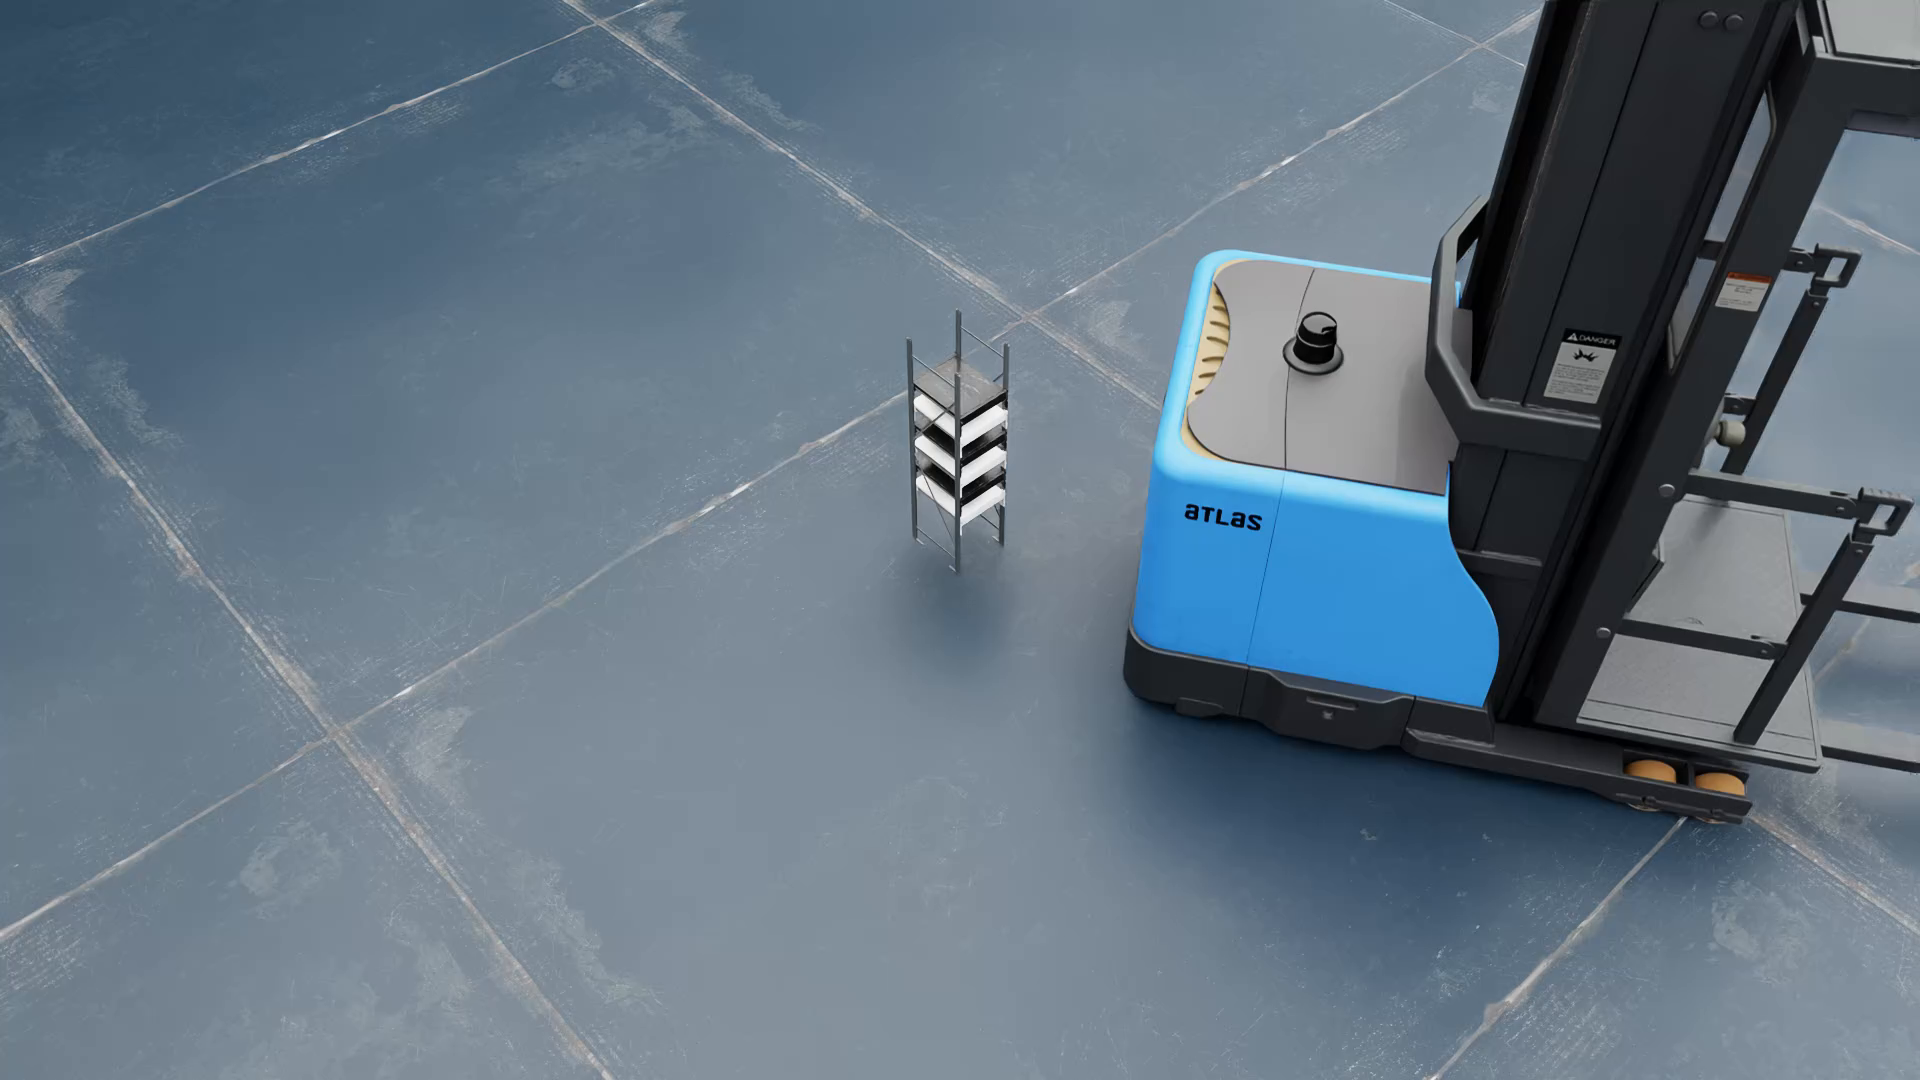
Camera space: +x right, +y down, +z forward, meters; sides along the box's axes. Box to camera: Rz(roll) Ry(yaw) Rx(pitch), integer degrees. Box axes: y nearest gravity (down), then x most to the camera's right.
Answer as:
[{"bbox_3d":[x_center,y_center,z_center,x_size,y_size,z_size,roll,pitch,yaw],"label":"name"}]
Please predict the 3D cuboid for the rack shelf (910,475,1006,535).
[{"bbox_3d":[-0.006,-0.156,5.572,0.200,0.077,0.258,-34,56,-27],"label":"rack shelf"}]

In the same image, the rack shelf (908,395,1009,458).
[{"bbox_3d":[-0.006,-0.401,5.308,0.200,0.077,0.258,-34,56,-27],"label":"rack shelf"}]

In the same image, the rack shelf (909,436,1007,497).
[{"bbox_3d":[-0.006,-0.279,5.440,0.200,0.077,0.258,-34,56,-27],"label":"rack shelf"}]

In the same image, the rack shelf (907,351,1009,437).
[{"bbox_3d":[-0.006,-0.462,5.242,0.200,0.077,0.258,-34,56,-27],"label":"rack shelf"}]

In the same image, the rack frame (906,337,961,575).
[{"bbox_3d":[-0.081,-0.251,5.369,0.006,0.900,0.240,-34,56,-27],"label":"rack frame"}]

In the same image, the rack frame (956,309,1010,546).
[{"bbox_3d":[0.069,-0.351,5.462,0.006,0.900,0.240,-34,56,-27],"label":"rack frame"}]

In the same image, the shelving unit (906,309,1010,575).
[{"bbox_3d":[-0.006,-0.301,5.416,0.210,0.900,0.258,-34,56,-27],"label":"shelving unit"}]

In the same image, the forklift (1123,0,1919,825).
[{"bbox_3d":[2.090,-0.580,4.291,3.031,2.935,1.130,10,48,9],"label":"forklift"}]

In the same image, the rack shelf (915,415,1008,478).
[{"bbox_3d":[-0.006,-0.340,5.374,0.200,0.077,0.258,-34,56,-27],"label":"rack shelf"}]

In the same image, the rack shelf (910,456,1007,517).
[{"bbox_3d":[-0.006,-0.218,5.506,0.200,0.077,0.258,-34,56,-27],"label":"rack shelf"}]
